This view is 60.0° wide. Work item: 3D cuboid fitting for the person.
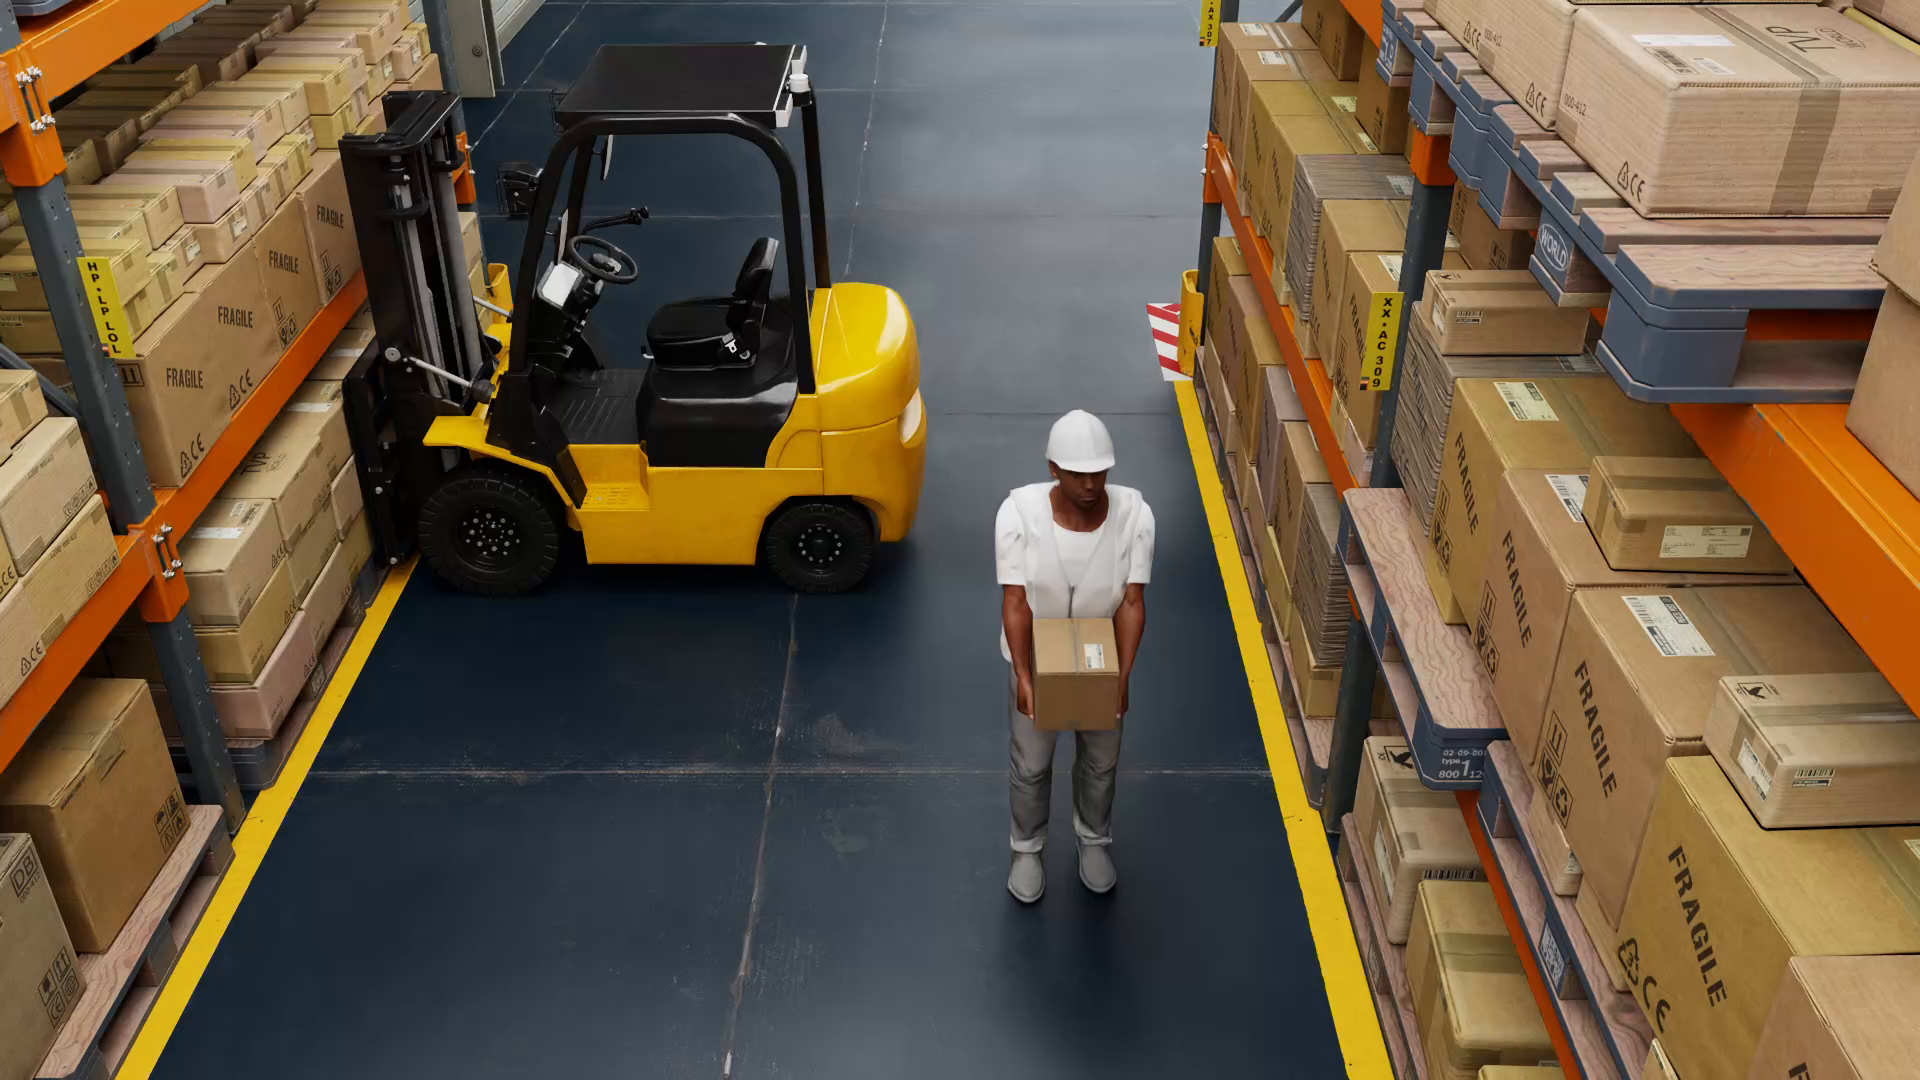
[{"bbox_3d":[0.365,0.438,5.394,0.505,1.763,0.558,0,31,-1],"label":"person"}]
